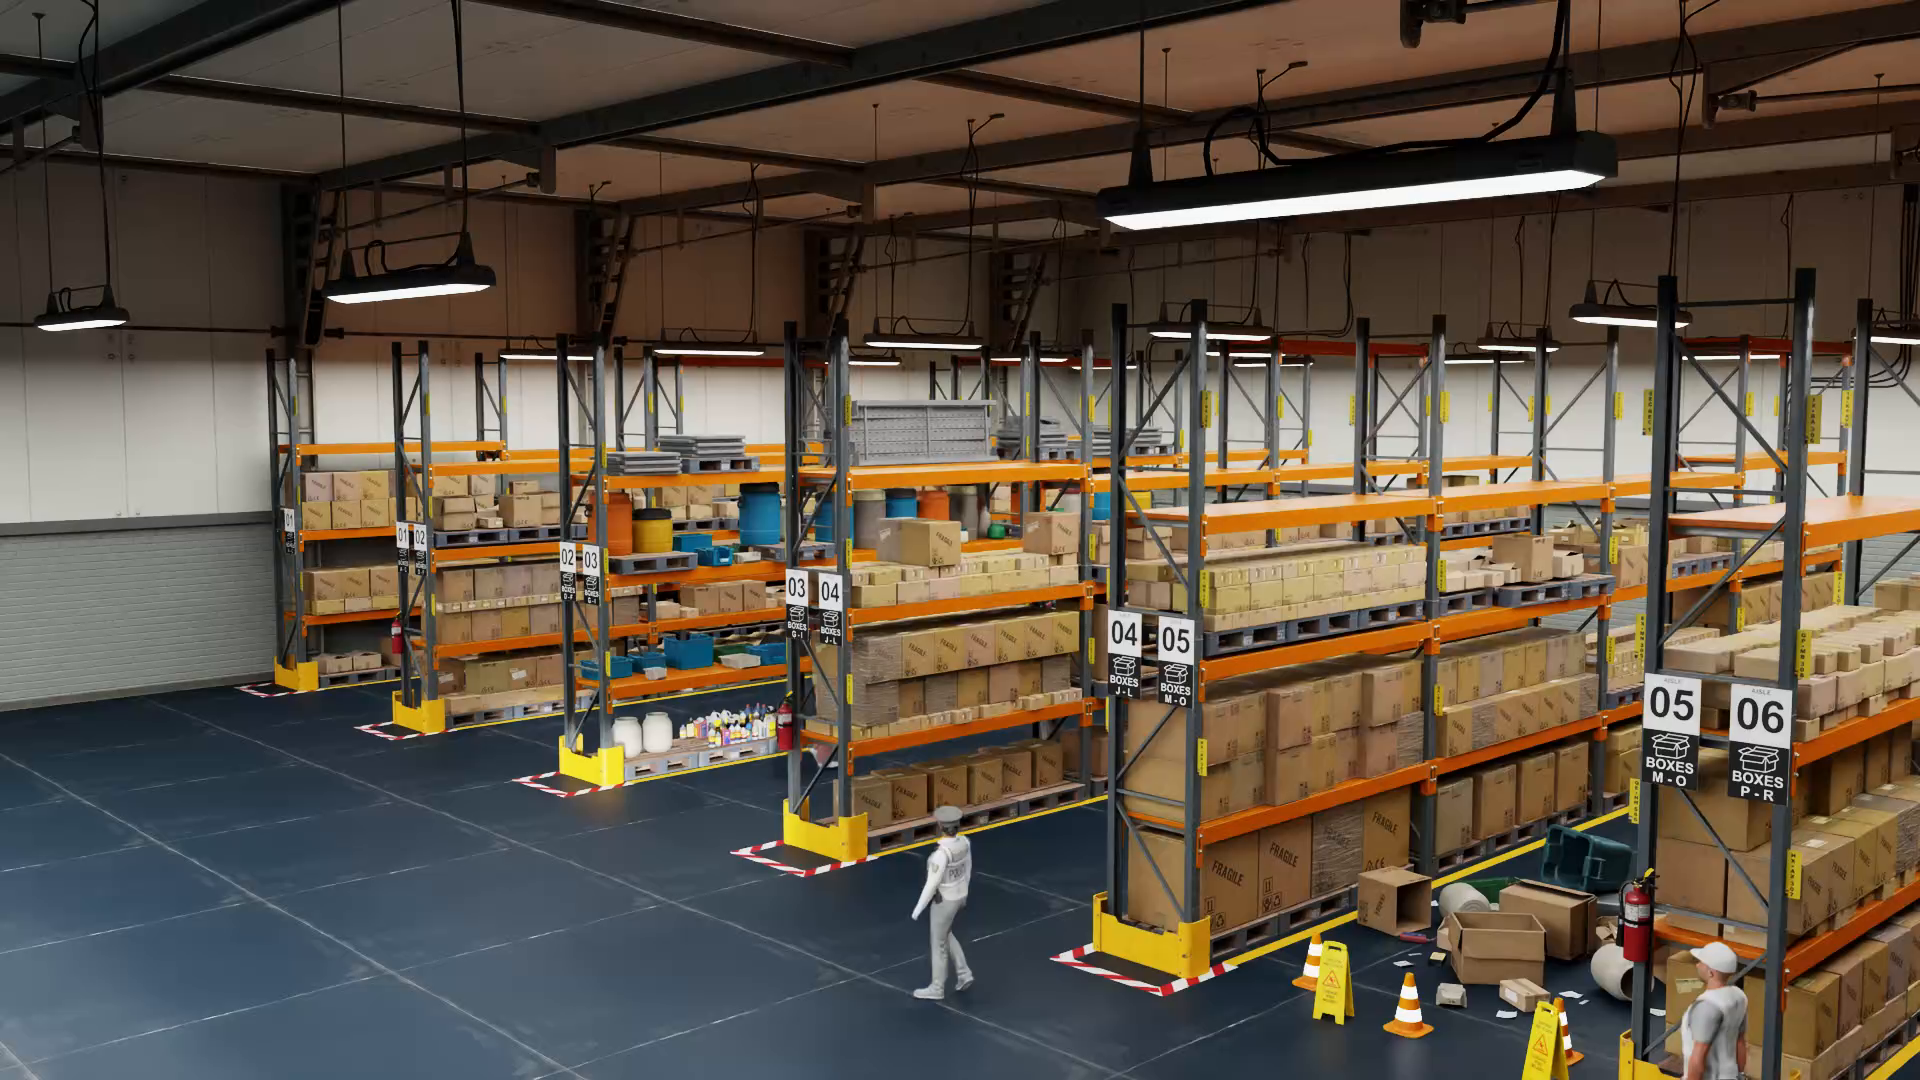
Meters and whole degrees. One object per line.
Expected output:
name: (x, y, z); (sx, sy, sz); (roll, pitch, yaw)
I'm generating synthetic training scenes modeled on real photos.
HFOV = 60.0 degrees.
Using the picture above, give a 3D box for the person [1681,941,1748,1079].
person: (4.712, 3.388, 10.371); (0.898, 1.774, 0.510); (2, 5, 24)

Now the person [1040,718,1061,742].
person: (1.274, 2.233, 23.591); (0.426, 1.768, 0.620); (3, 6, 30)

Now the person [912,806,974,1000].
person: (-0.147, 3.105, 14.244); (0.485, 1.687, 0.553); (2, 5, 24)

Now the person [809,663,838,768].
person: (-1.840, 2.329, 23.009); (0.457, 1.654, 0.460); (-1, 5, -10)
